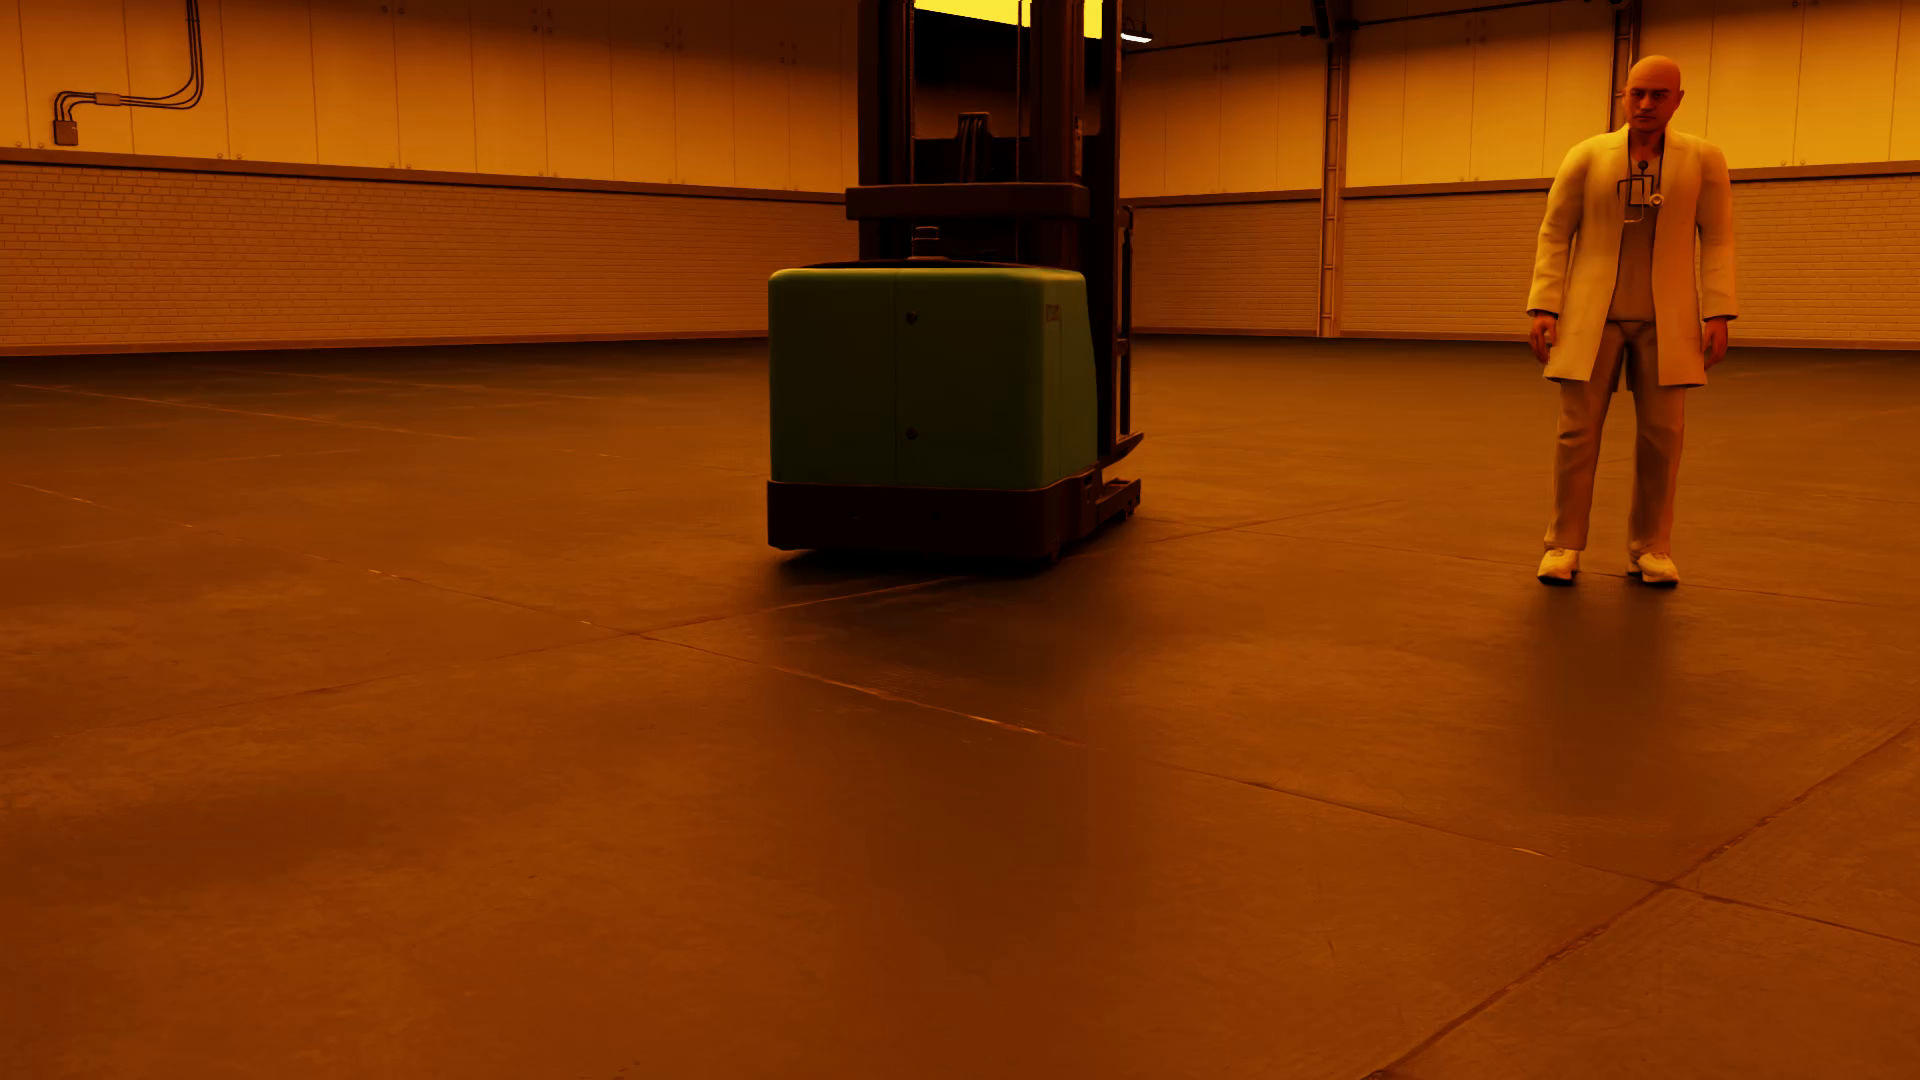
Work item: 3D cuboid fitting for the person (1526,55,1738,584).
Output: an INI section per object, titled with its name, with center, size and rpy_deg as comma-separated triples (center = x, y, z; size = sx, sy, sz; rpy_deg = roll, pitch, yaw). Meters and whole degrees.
[person]
center = 2.299, -0.744, 5.710
size = 0.678, 1.772, 0.447
rpy_deg = 3, 9, 19

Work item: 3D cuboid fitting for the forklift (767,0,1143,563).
[forklift]
center = 0.189, -1.547, 7.151
size = 1.130, 2.935, 3.031
rpy_deg = 2, 9, 16
